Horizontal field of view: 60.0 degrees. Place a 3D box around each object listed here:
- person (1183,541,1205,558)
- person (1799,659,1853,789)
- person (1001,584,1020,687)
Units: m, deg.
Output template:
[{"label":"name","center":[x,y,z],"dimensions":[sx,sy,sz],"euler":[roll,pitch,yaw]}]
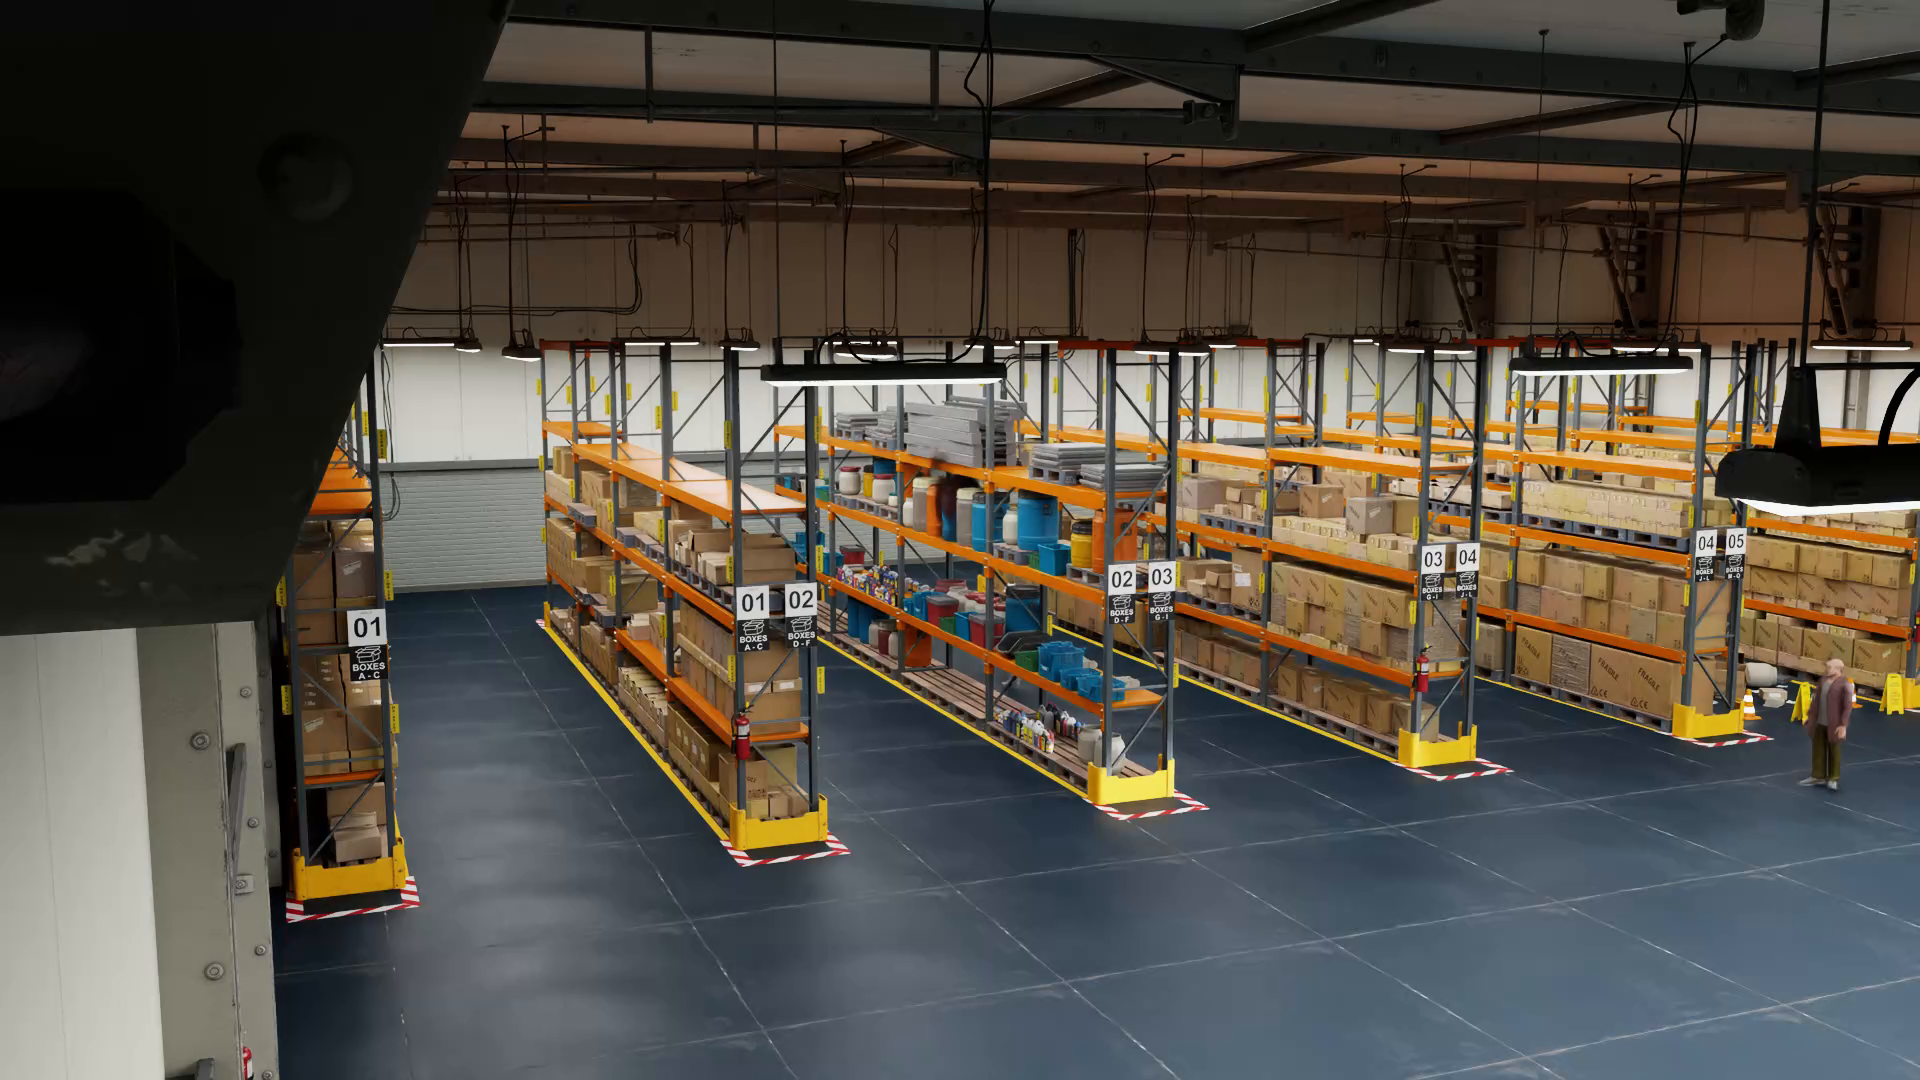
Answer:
[{"label":"person","center":[6.077,-0.148,43.130],"dimensions":[0.685,1.733,1.009],"euler":[6,9,38]},{"label":"person","center":[11.869,2.501,22.741],"dimensions":[0.399,1.791,0.642],"euler":[-6,10,-38]},{"label":"person","center":[0.901,1.652,28.788],"dimensions":[0.388,1.804,0.567],"euler":[-1,8,-10]}]
